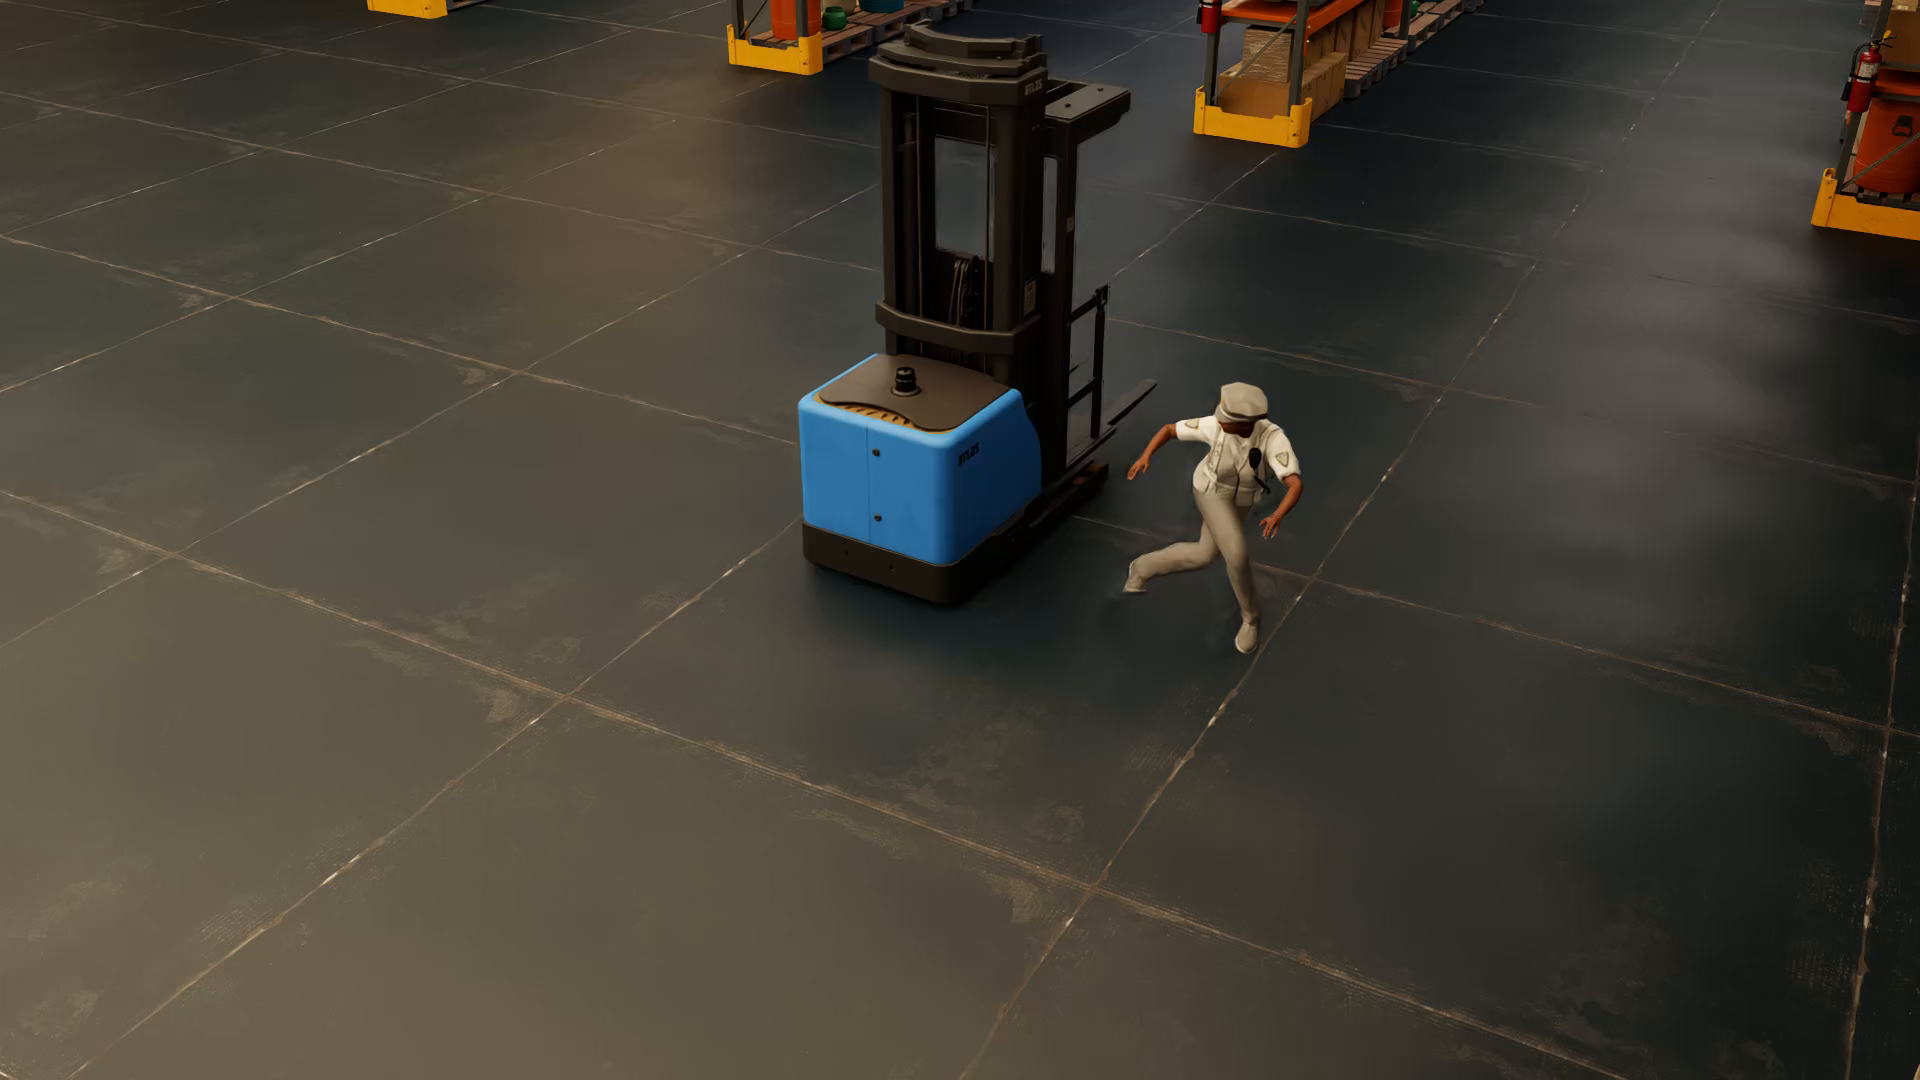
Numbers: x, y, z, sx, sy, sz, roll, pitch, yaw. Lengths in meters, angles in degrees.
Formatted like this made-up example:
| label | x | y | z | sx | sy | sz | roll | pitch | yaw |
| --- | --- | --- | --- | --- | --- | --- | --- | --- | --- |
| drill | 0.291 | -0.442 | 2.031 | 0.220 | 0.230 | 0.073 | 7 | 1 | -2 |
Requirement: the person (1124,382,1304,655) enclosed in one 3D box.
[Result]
| label | x | y | z | sx | sy | sz | roll | pitch | yaw |
| --- | --- | --- | --- | --- | --- | --- | --- | --- | --- |
| person | 1.301 | -0.121 | 8.753 | 0.856 | 1.464 | 1.039 | -5 | 30 | -8 |

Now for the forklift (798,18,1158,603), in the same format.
| label | x | y | z | sx | sy | sz | roll | pitch | yaw |
| --- | --- | --- | --- | --- | --- | --- | --- | --- | --- |
| forklift | 0.285 | -1.617 | 9.873 | 1.130 | 2.935 | 3.031 | 17 | 34 | 27 |
